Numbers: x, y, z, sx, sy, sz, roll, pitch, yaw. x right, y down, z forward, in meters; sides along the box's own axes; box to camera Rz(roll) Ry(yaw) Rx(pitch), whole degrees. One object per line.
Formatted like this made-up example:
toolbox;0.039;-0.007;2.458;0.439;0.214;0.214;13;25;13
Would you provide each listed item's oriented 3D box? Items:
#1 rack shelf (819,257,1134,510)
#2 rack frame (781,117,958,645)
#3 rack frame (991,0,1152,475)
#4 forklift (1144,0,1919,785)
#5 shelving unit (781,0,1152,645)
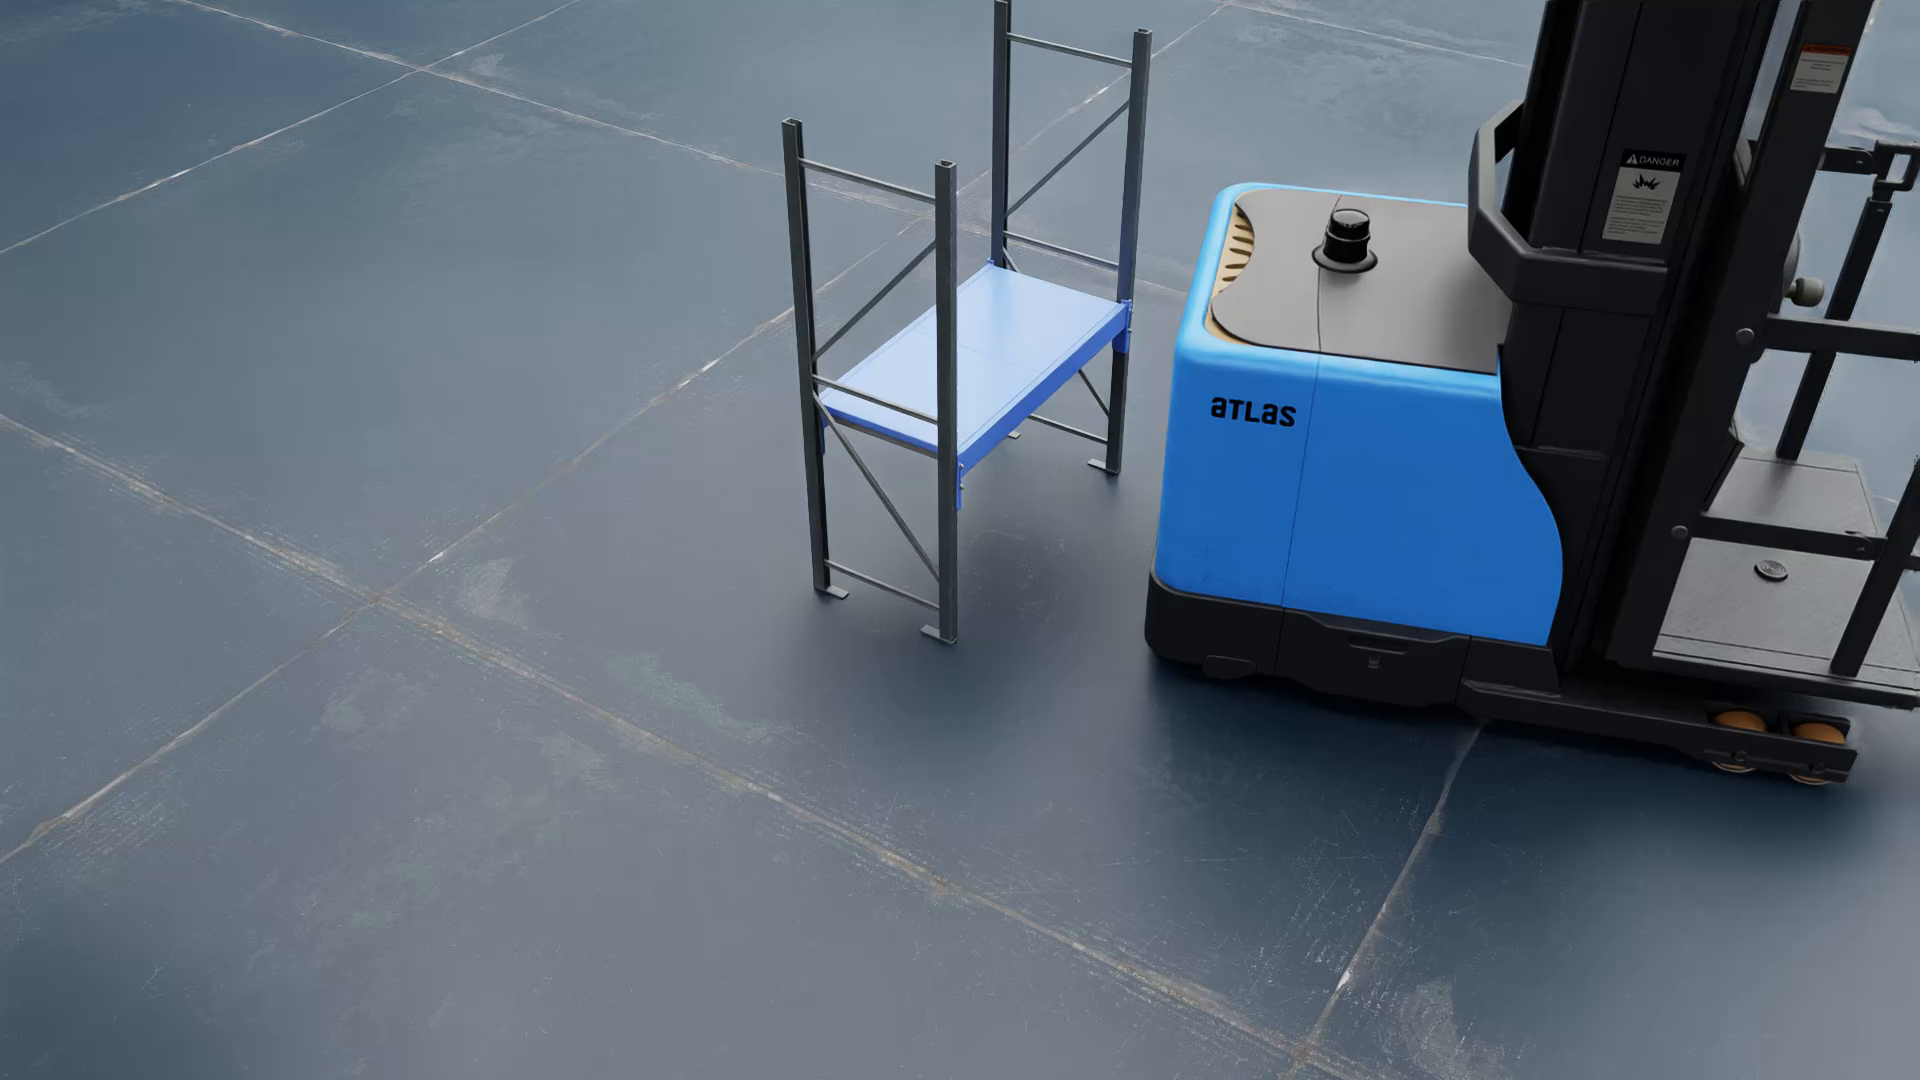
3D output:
rack shelf;0.046;-0.496;4.959;0.538;0.185;1.000;21;42;25
rack frame;-0.227;-0.376;4.509;0.500;1.500;0.032;21;42;25
rack frame;0.318;-0.900;5.189;0.500;1.500;0.032;21;42;25
forklift;2.103;-0.871;3.980;3.031;2.935;1.130;8;38;11
shelving unit;0.046;-0.638;4.849;0.538;1.500;1.048;21;42;25
